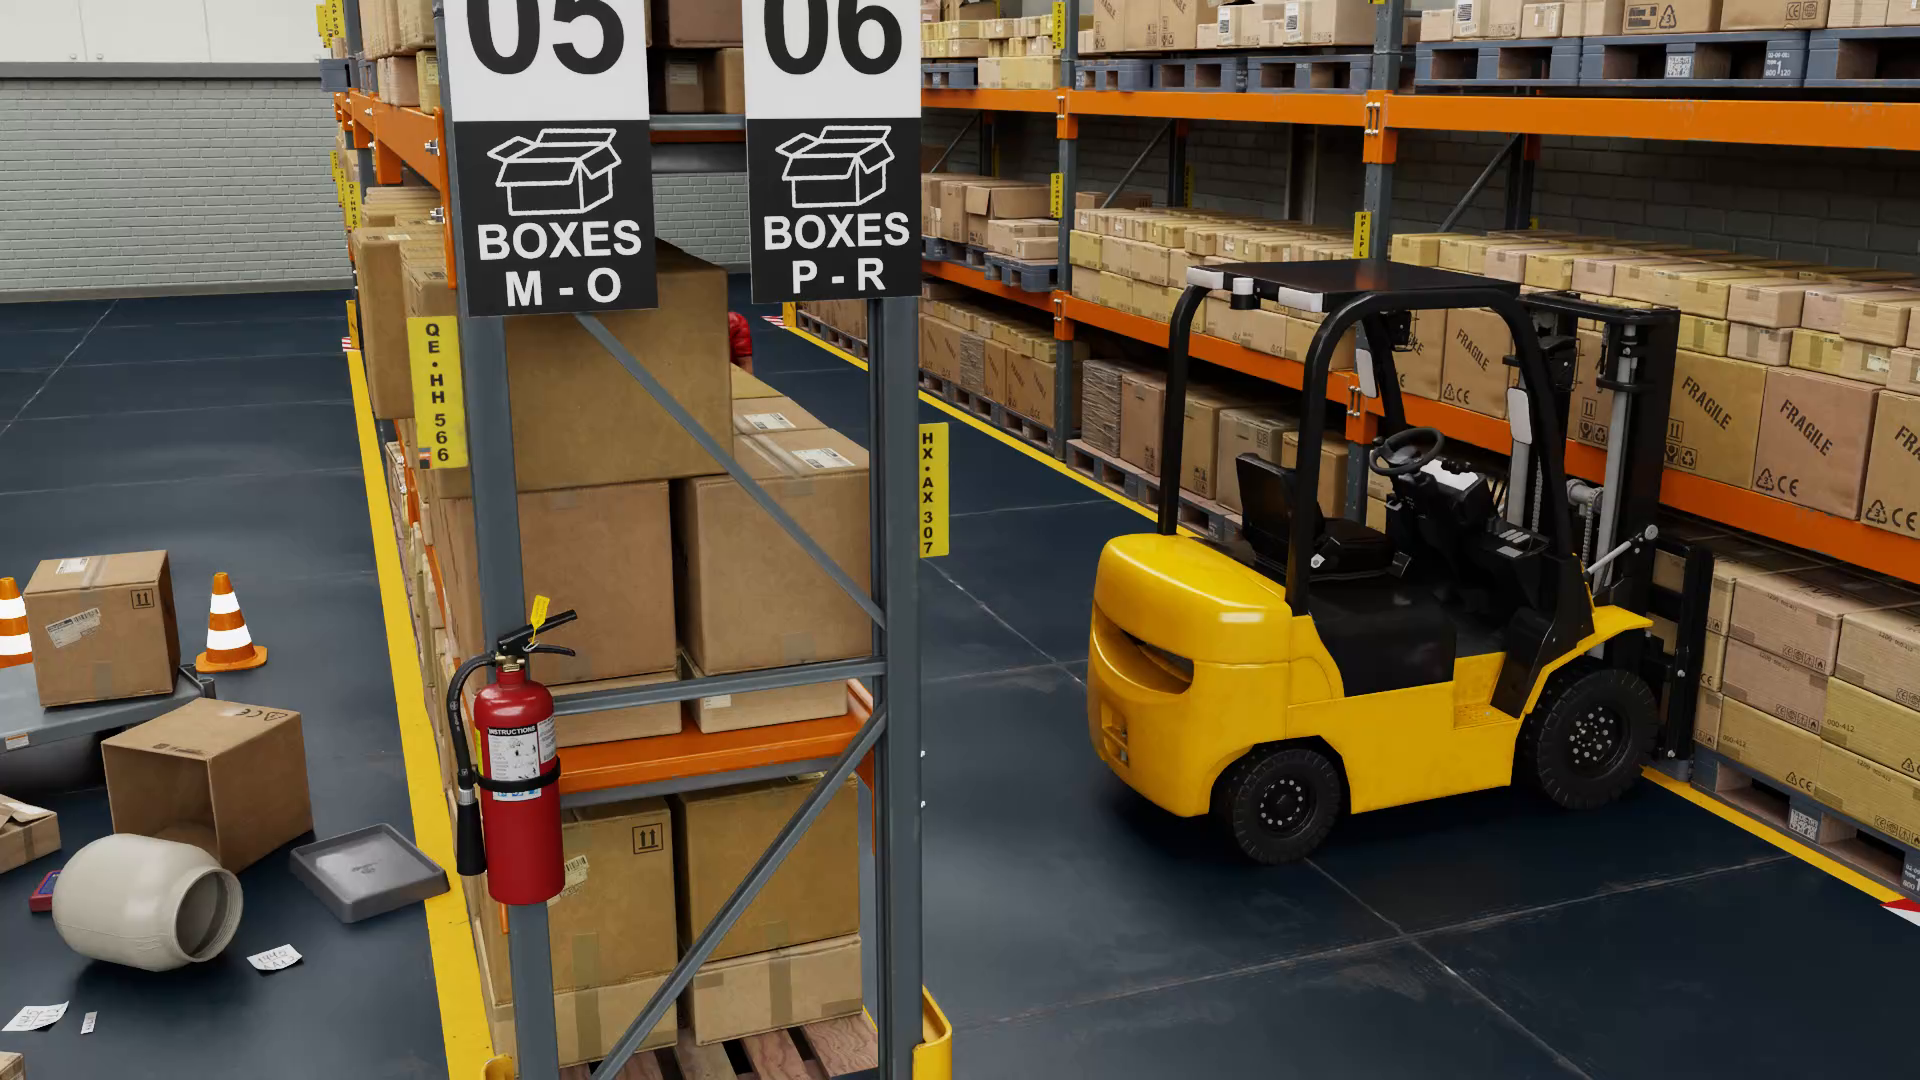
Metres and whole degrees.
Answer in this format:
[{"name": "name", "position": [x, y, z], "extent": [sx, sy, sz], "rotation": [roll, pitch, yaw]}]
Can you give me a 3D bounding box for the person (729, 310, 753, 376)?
[{"name": "person", "position": [-1.617, -0.900, 10.767], "extent": [0.540, 1.680, 0.972], "rotation": [-5, 16, -19]}]
